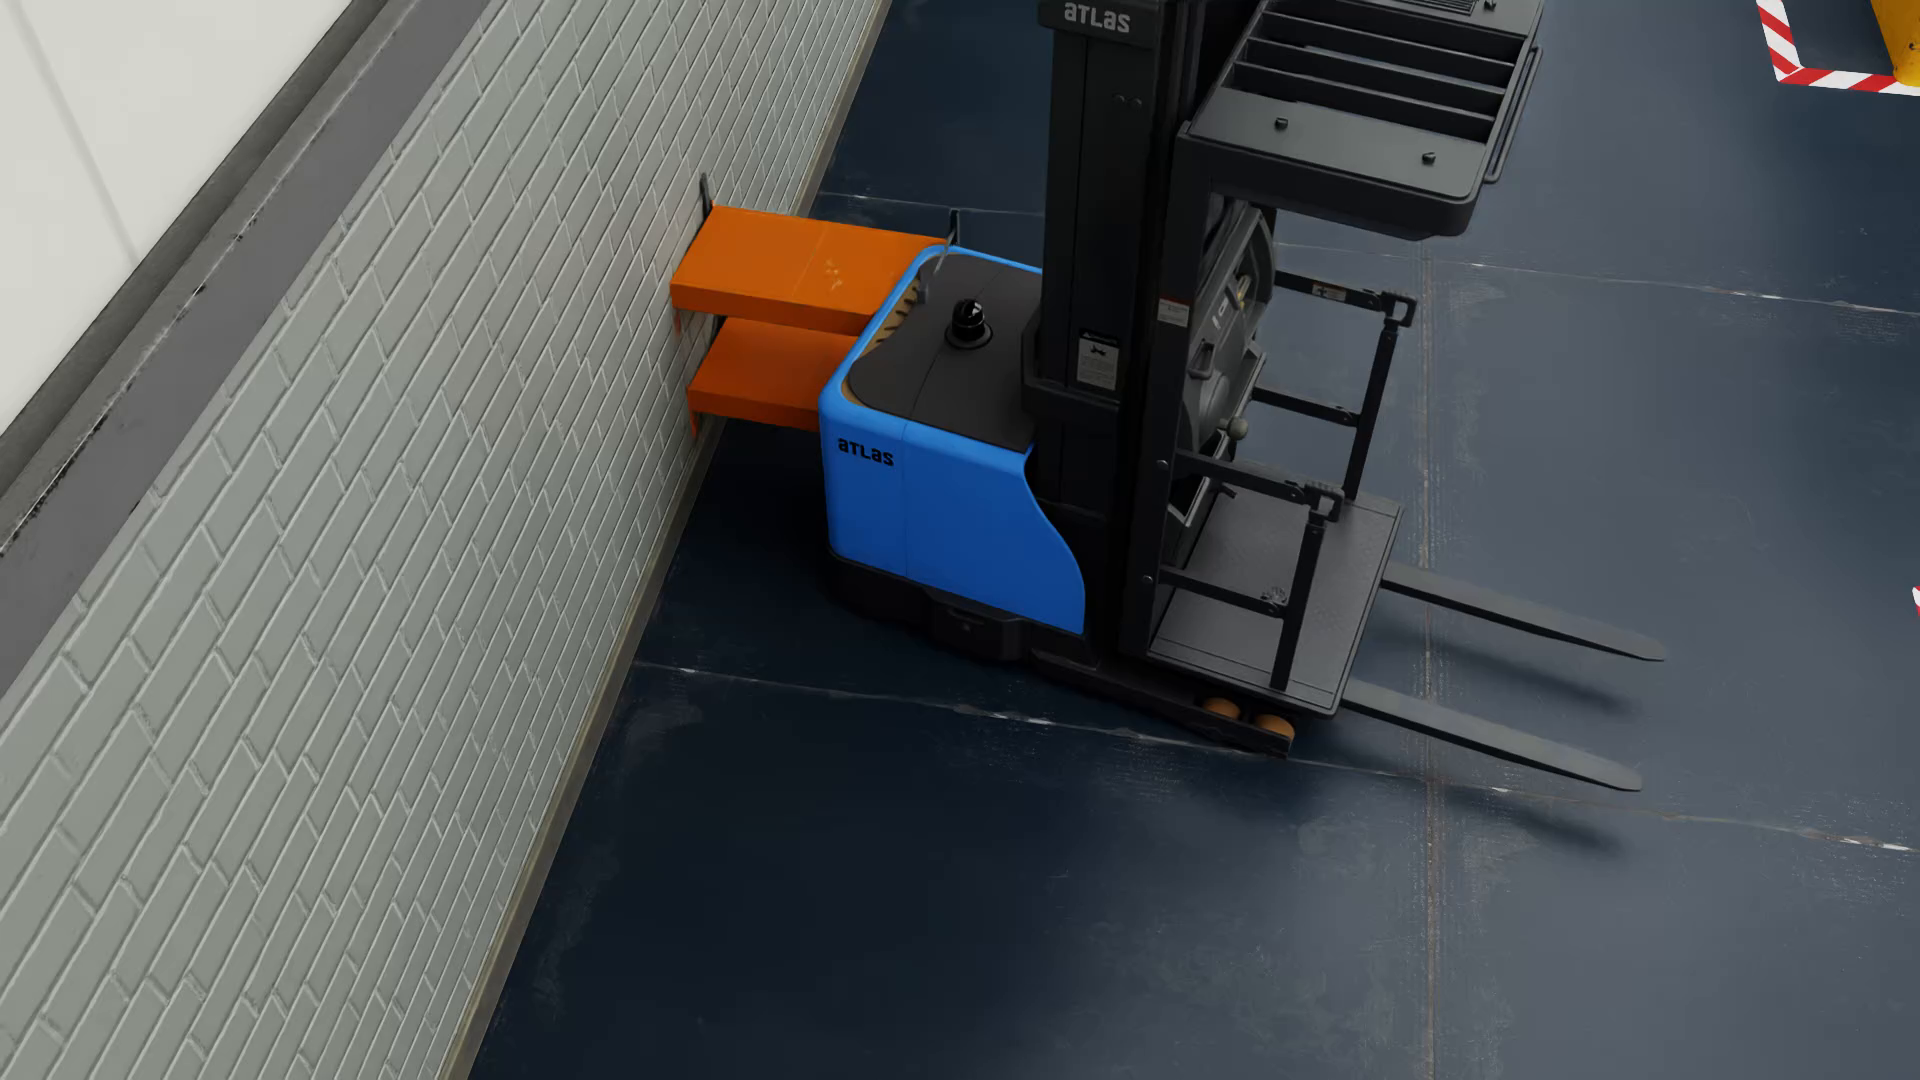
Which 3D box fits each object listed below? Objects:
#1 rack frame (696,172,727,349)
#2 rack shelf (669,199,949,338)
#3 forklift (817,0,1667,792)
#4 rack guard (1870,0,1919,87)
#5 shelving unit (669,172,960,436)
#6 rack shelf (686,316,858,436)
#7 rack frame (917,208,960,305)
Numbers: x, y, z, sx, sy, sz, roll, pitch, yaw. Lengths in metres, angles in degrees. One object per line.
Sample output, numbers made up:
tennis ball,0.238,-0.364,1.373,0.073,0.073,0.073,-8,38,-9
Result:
rack frame,-1.055,-0.873,6.712,0.032,1.125,0.500,10,49,10
rack shelf,-0.567,-0.980,6.405,1.000,0.278,0.538,10,49,10
forklift,1.056,-0.646,5.332,3.031,2.935,1.130,18,50,15
rack guard,5.297,-3.012,9.092,0.348,0.500,1.175,8,49,7
shelving unit,-0.563,-0.783,6.622,1.048,1.125,0.538,10,49,10
rack shelf,-0.560,-0.618,6.803,1.000,0.278,0.538,10,49,10
rack frame,-0.071,-0.693,6.531,0.032,1.125,0.500,10,49,10
